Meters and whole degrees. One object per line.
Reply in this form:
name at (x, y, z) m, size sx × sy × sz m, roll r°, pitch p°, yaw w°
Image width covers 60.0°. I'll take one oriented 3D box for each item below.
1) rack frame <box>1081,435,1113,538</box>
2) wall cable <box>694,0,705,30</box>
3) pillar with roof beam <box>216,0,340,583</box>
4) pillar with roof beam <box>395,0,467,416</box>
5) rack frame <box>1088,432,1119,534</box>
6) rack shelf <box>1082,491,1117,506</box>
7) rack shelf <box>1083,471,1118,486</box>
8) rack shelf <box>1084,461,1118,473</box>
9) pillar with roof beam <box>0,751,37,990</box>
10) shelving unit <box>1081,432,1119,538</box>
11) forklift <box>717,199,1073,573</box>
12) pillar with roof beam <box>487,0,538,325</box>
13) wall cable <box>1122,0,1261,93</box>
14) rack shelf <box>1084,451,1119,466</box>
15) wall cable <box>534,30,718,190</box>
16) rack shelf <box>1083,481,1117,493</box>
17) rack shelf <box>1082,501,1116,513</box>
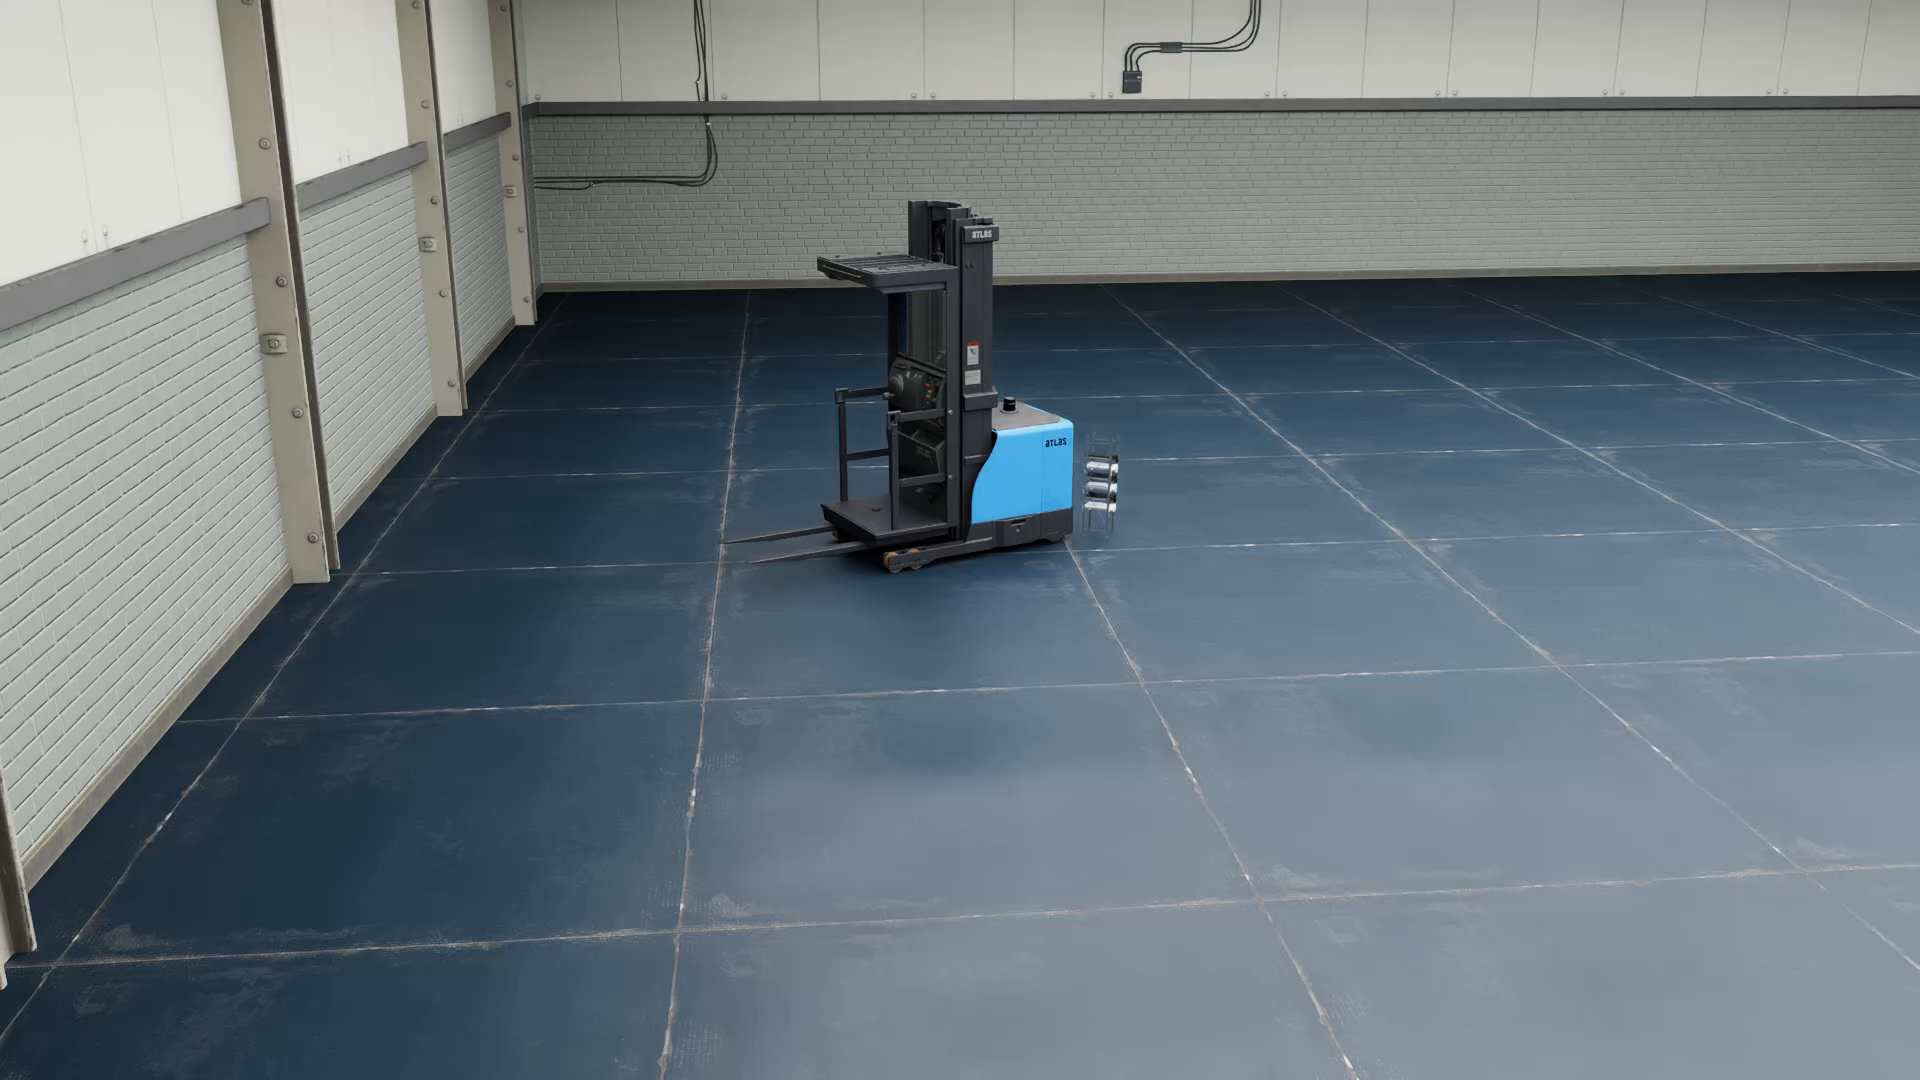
rack frame at (1.204, -0.469, 14.608) m, size 0.240 × 0.900 × 0.006 m, roll 7°, pitch 13°, yaw 20°
wall cable at (-2.868, -9.508, 26.692) m, size 3.097 × 2.526 × 0.112 m, roll -2°, pitch 18°, yaw -6°
pillar with roof beam at (-1.051, -4.136, 12.827) m, size 9.100 × 9.000 × 0.400 m, roll -2°, pitch 18°, yaw -6°
pillar with roof beam at (-1.670, -5.923, 18.521) m, size 9.100 × 9.000 × 0.400 m, roll -2°, pitch 18°, yaw -6°
rack frame at (1.277, -0.507, 14.794) m, size 0.240 × 0.900 × 0.006 m, roll 7°, pitch 13°, yaw 20°
rack shelf at (1.236, -0.368, 14.728) m, size 0.258 × 0.077 × 0.200 m, roll 7°, pitch 13°, yaw 20°
rack shelf at (1.242, -0.543, 14.689) m, size 0.258 × 0.077 × 0.200 m, roll 7°, pitch 13°, yaw 20°
rack shelf at (1.246, -0.631, 14.669) m, size 0.258 × 0.077 × 0.200 m, roll 7°, pitch 13°, yaw 20°
pillar with roof beam at (-0.432, -2.348, 7.133) m, size 9.100 × 9.000 × 0.400 m, roll -2°, pitch 18°, yaw -6°
shelving unit at (1.240, -0.488, 14.701) m, size 0.258 × 0.900 × 0.210 m, roll 7°, pitch 13°, yaw 20°
forklift at (-0.544, -1.308, 13.950) m, size 3.031 × 2.935 × 1.130 m, roll -9°, pitch 20°, yaw -28°
pillar with roof beam at (-2.288, -7.711, 24.215) m, size 9.100 × 9.000 × 0.400 m, roll -2°, pitch 18°, yaw -6°
wall cable at (3.885, -10.408, 27.127) m, size 2.305 × 6.003 × 0.169 m, roll -2°, pitch 18°, yaw -6°
rack shelf at (1.249, -0.719, 14.650) m, size 0.258 × 0.077 × 0.200 m, roll 7°, pitch 13°, yaw 20°
wall cable at (-5.559, -7.015, 27.182) m, size 3.097 × 2.526 × 0.112 m, roll -2°, pitch 18°, yaw -6°
rack shelf at (1.239, -0.455, 14.708) m, size 0.258 × 0.077 × 0.200 m, roll 7°, pitch 13°, yaw 20°
rack shelf at (1.233, -0.280, 14.747) m, size 0.258 × 0.077 × 0.200 m, roll 7°, pitch 13°, yaw 20°
